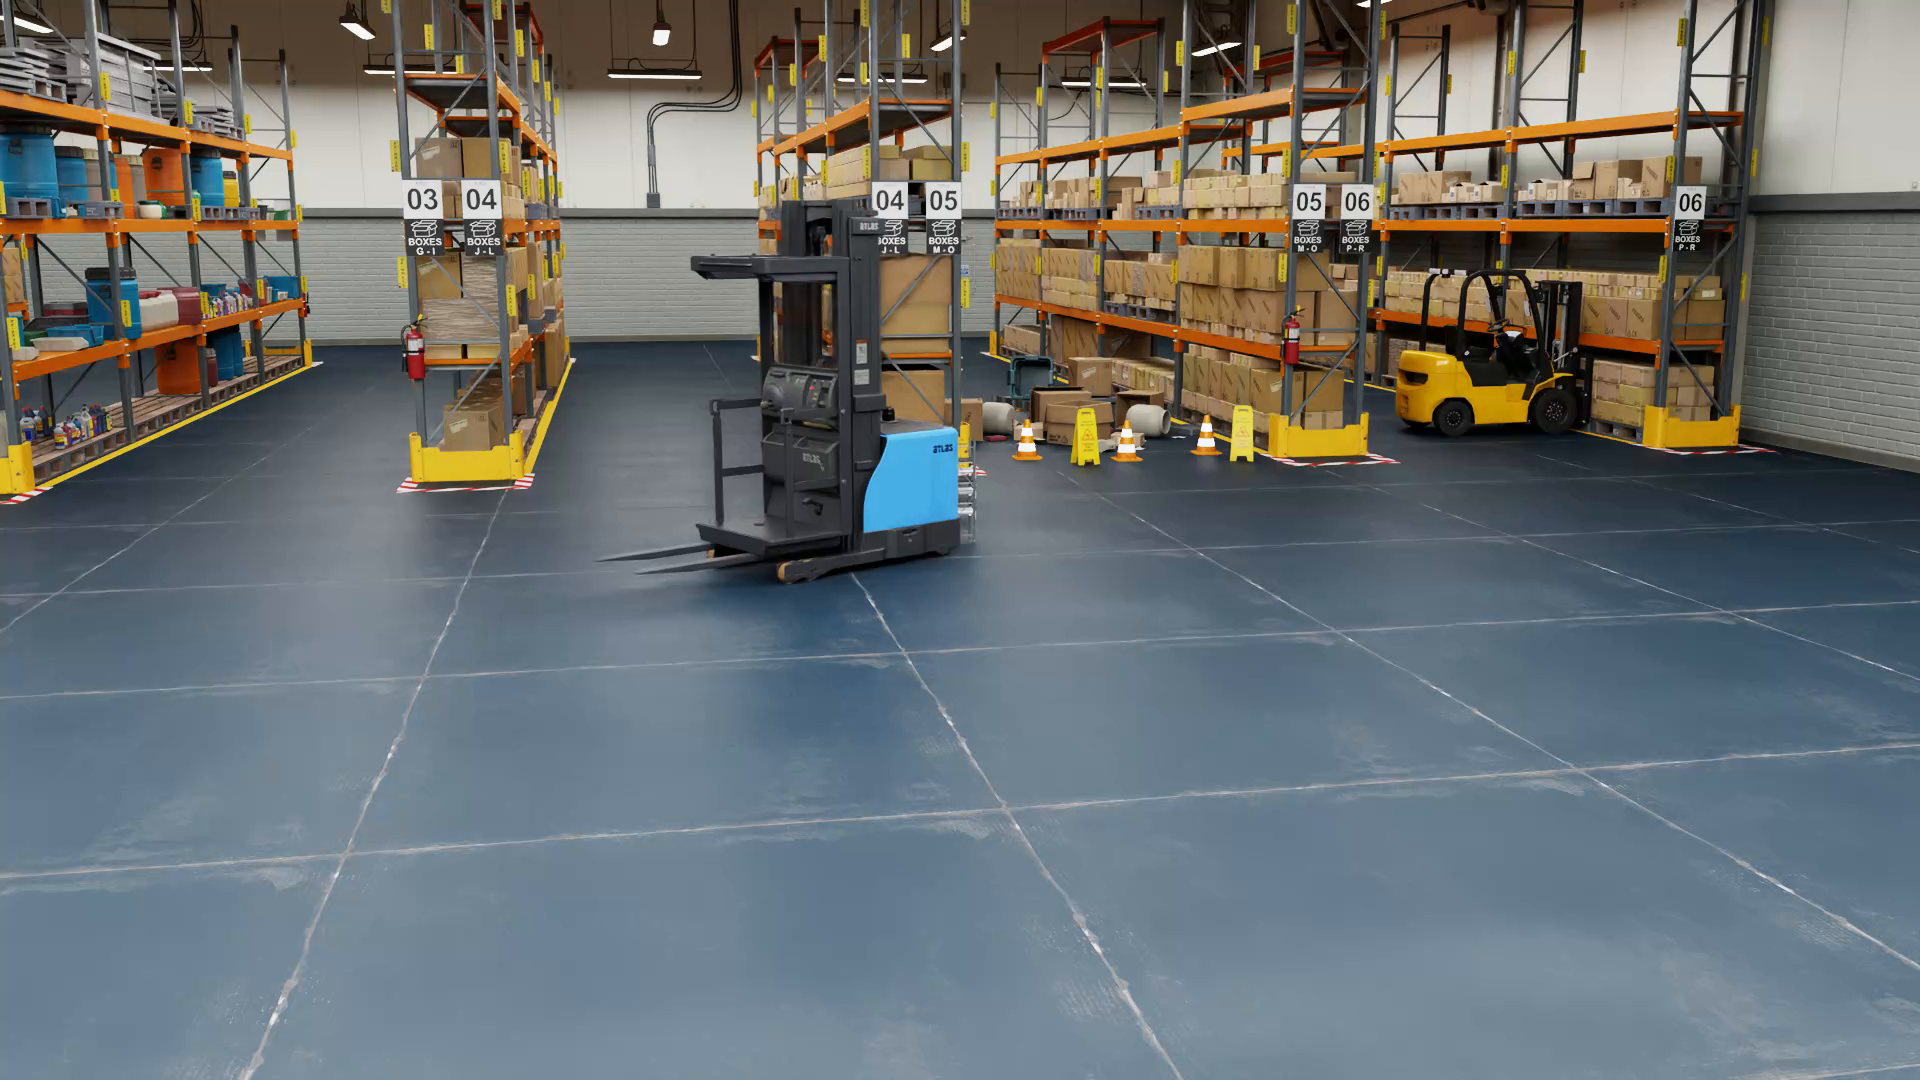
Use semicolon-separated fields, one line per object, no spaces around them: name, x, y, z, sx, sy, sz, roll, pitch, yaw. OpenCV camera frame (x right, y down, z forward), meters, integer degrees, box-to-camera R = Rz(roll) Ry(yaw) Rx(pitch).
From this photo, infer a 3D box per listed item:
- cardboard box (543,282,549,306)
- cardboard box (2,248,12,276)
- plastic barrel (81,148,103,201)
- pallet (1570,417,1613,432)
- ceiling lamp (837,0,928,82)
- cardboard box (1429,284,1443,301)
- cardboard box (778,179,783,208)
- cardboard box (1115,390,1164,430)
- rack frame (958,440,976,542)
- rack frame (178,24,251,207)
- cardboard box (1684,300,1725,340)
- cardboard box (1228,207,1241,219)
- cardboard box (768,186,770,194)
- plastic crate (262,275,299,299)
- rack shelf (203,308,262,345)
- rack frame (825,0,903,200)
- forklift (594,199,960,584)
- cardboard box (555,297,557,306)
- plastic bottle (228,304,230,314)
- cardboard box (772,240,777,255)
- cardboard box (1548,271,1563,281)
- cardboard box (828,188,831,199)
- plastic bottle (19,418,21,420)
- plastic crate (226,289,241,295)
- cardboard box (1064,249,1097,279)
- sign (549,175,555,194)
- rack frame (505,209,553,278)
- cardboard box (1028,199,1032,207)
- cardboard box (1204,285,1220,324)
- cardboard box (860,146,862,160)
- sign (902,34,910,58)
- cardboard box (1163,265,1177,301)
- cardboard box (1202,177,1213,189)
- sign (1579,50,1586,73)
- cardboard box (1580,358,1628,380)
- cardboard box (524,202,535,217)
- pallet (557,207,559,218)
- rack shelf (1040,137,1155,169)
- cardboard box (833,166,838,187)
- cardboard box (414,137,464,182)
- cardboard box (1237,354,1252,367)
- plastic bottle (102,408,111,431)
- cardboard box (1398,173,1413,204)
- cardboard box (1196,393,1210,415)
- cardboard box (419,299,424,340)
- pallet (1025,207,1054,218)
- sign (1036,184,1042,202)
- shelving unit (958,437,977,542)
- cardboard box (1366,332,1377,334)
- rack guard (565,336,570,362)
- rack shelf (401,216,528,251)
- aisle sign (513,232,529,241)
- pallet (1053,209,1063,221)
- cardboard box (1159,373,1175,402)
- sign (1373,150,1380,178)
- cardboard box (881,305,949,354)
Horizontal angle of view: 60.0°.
cardboard box;-6.964;-3.940;27.109;0.500;0.500;0.500;-2;11;-12
cardboard box;-17.749;-5.088;30.462;0.500;0.500;0.500;-2;11;-9
plastic barrel;-11.450;-4.615;21.559;0.600;0.901;0.600;0;11;0
pallet;8.791;-1.670;22.908;1.003;0.211;1.213;-2;11;-11
ceiling lamp;-1.666;-11.650;36.227;2.000;3.185;0.800;-2;11;-11
cardboard box;7.810;-3.946;26.469;0.500;0.250;0.500;-2;11;-10
cardboard box;-2.858;-6.155;29.598;0.700;0.500;0.500;-2;11;-11
cardboard box;2.442;-1.758;22.588;0.500;0.500;0.500;6;12;28
rack frame;0.018;-0.425;14.522;0.240;0.900;0.006;-2;11;-11
rack frame;-12.567;-7.104;27.956;1.000;3.000;0.127;-2;11;-11
cardboard box;9.390;-2.828;21.266;0.500;0.500;0.500;-2;11;-9
cardboard box;3.660;-4.182;21.298;0.380;0.149;0.250;-2;11;-12
cardboard box;-3.429;-6.624;31.453;0.380;0.149;0.250;-2;11;-11
plastic crate;-13.096;-4.883;32.075;0.616;0.435;0.499;-2;11;-11
rack shelf;-12.178;-3.437;26.657;1.077;0.370;4.000;-2;11;-11
rack frame;-1.268;-5.979;22.043;1.000;3.000;0.127;-2;11;-11
forklift;-1.444;-1.210;13.214;3.031;2.935;1.130;-9;14;-40
cardboard box;-7.440;-4.280;29.835;0.380;0.149;0.250;-2;11;-11
plastic bottle;-11.883;-3.752;26.919;0.097;0.201;0.097;0;11;0
cardboard box;-3.180;-5.262;30.584;0.500;0.500;0.500;-3;11;-13
cardboard box;8.432;-3.668;23.146;0.380;0.149;0.250;-2;11;-12
cardboard box;-1.530;-4.558;21.883;0.380;0.149;0.250;-2;11;-12
plastic bottle;-11.233;-1.342;19.814;0.061;0.283;0.133;-2;11;-8
plastic crate;-13.305;-4.484;30.522;0.416;0.233;0.300;-2;11;-11
cardboard box;2.144;-4.868;29.309;0.500;0.500;0.500;-2;11;-12
sign;-7.178;-6.241;29.218;0.100;0.325;0.005;-2;11;-11
rack frame;-7.708;-4.337;29.463;1.000;3.000;0.127;-2;11;-11
cardboard box;1.523;-6.457;31.860;0.380;0.149;0.250;-2;11;-10
cardboard box;3.586;-3.151;22.167;0.500;0.500;0.500;-2;11;-11
cardboard box;-0.935;-4.391;18.870;0.380;0.149;0.250;-2;11;-11
sign;-0.718;-6.531;22.024;0.100;0.325;0.005;-2;11;-11
cardboard box;3.253;-3.709;23.972;0.500;0.500;0.500;-2;11;-12
cardboard box;3.456;-4.758;22.191;0.380;0.149;0.250;-2;11;-11
sign;8.986;-6.911;24.019;0.100;0.325;0.005;-2;11;-11
cardboard box;8.606;-2.284;22.229;0.500;0.250;0.500;-2;11;-10
cardboard box;-6.393;-4.743;23.971;0.500;0.250;0.500;-2;11;-9
pallet;-8.332;-6.365;32.332;1.003;0.211;1.213;-2;11;-11
rack shelf;2.401;-6.728;28.973;1.077;0.370;4.000;-2;11;-11
cardboard box;-1.347;-4.641;21.251;0.500;0.250;0.500;-2;11;-11
cardboard box;-5.924;-4.326;18.980;0.500;0.500;0.500;-2;11;-11
cardboard box;3.752;-2.288;21.186;0.380;0.149;0.250;-2;11;-10
plastic bottle;-10.594;-1.496;20.620;0.061;0.283;0.133;-2;11;-8
cardboard box;7.560;-5.782;27.371;0.500;0.500;0.500;-2;11;-11
cardboard box;3.533;-1.871;22.733;0.500;0.250;0.500;-1;11;-8
cardboard box;-5.669;-2.521;18.857;0.875;0.500;0.500;-2;11;-11
pallet;1.863;-6.278;31.874;1.003;0.211;1.213;-2;11;-11
sign;1.468;-6.444;30.913;0.100;0.325;0.005;-2;11;-11
shelving unit;-0.002;-0.444;14.620;0.258;0.900;0.210;-2;11;-11
cardboard box;7.230;-3.573;29.272;0.380;0.149;0.250;-3;11;-14
rack guard;-8.491;-3.848;33.574;1.175;0.500;0.348;-2;11;-11
rack shelf;-5.764;-3.624;19.614;1.077;0.370;4.000;-2;11;-11
aisle sign;-8.795;-6.350;33.086;0.394;0.787;0.004;-2;11;-11
pallet;2.239;-5.911;30.220;0.805;0.209;1.217;-3;11;-13
cardboard box;3.464;-2.242;24.359;0.950;0.372;0.625;-2;11;-10
sign;4.878;-4.420;19.535;0.100;0.325;0.005;-2;11;-11
cardboard box;-0.606;-2.439;19.085;0.875;0.550;0.550;-2;11;-11
